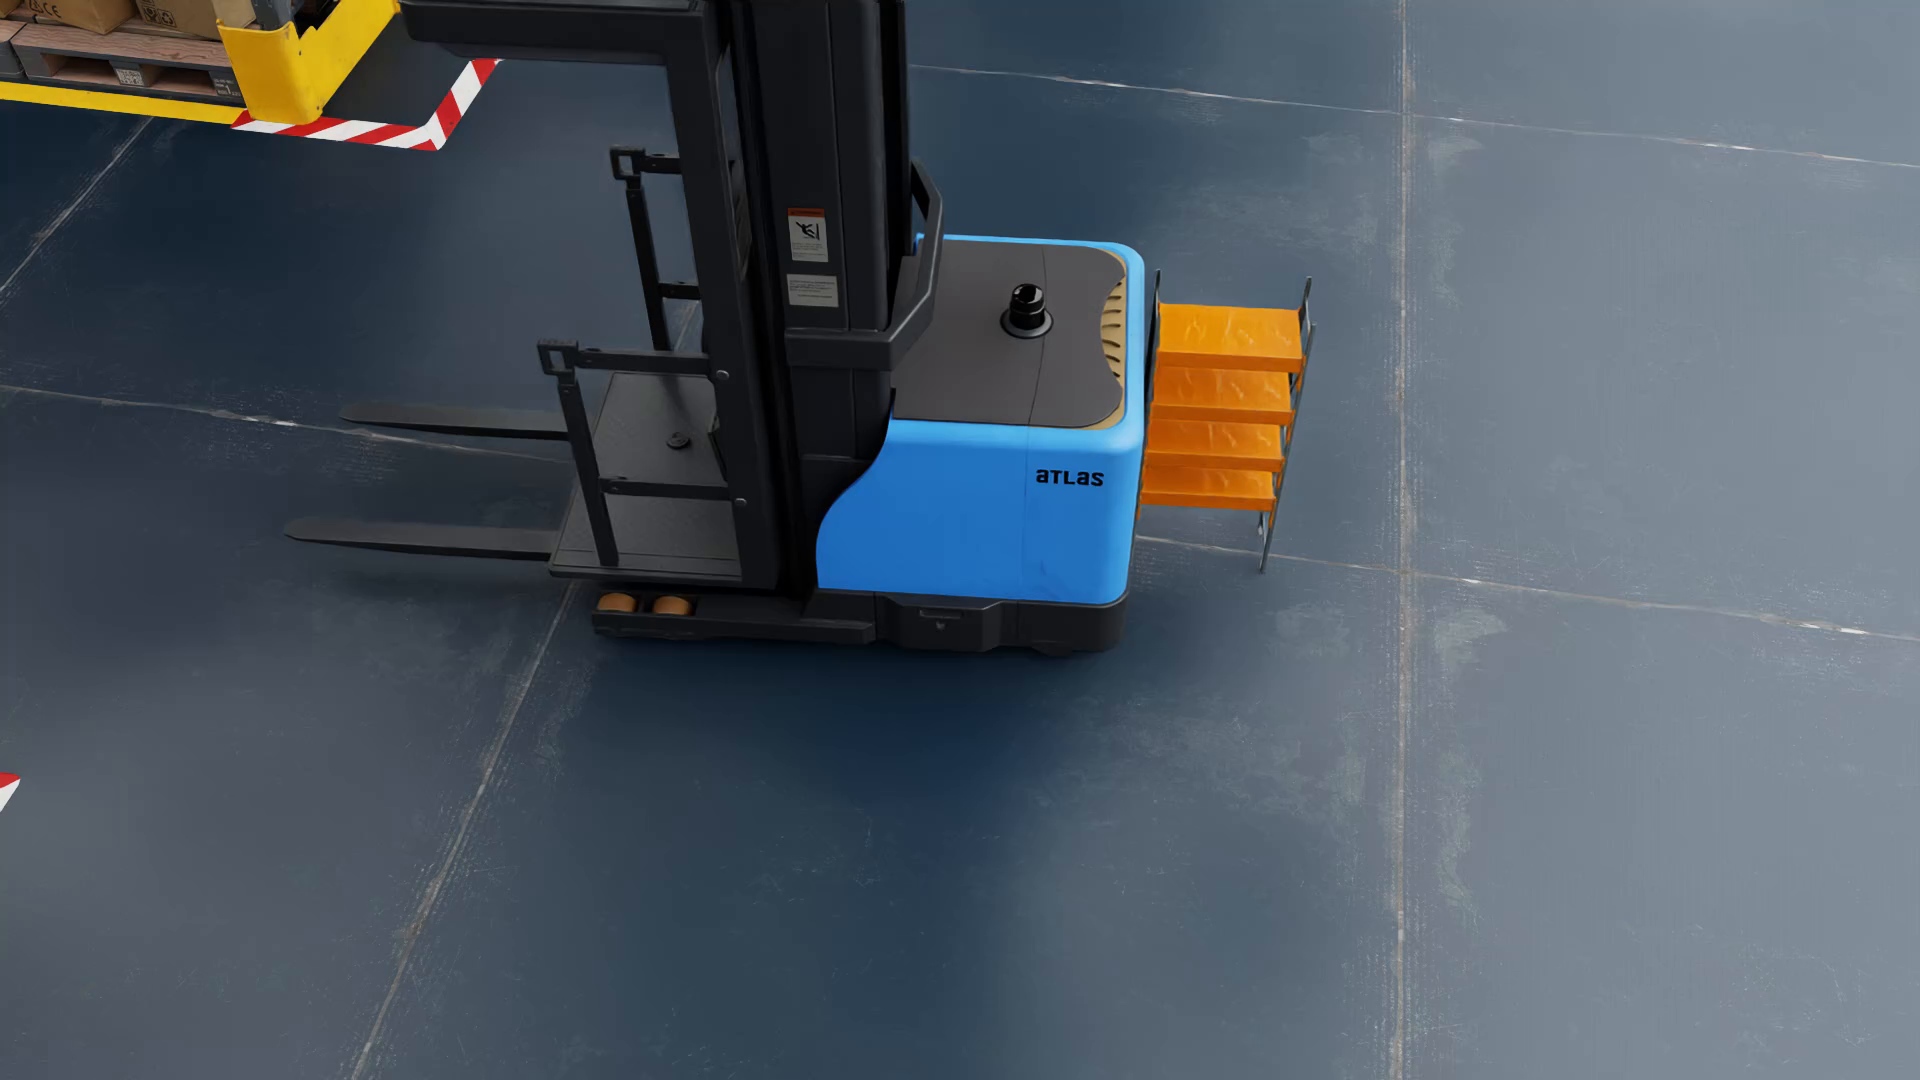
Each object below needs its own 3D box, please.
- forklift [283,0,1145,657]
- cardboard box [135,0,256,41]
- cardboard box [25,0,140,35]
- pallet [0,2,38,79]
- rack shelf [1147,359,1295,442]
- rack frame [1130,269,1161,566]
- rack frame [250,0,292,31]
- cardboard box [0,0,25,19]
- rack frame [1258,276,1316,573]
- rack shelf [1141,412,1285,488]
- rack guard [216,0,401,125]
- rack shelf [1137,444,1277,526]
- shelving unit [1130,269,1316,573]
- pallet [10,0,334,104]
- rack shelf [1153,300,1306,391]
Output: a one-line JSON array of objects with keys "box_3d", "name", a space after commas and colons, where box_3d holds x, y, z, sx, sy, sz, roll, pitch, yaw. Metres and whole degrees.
[{"box_3d": [-0.896, -1.013, 5.189, 3.031, 2.935, 1.130, 3, 48, 3], "name": "forklift"}, {"box_3d": [-3.741, -2.845, 8.188, 0.500, 0.500, 0.500, 16, 50, 14], "name": "cardboard box"}, {"box_3d": [-4.335, -2.899, 8.236, 0.500, 0.500, 0.500, 19, 51, 17], "name": "cardboard box"}, {"box_3d": [-5.195, -2.820, 8.642, 1.213, 0.211, 1.003, 8, 49, 7], "name": "pallet"}, {"box_3d": [0.883, -0.485, 5.669, 0.480, 0.148, 0.258, 3, 48, 3], "name": "rack shelf"}, {"box_3d": [0.640, -0.395, 5.798, 0.015, 1.200, 0.240, 3, 48, 3], "name": "rack frame"}, {"box_3d": [-3.130, -3.445, 7.329, 0.127, 3.000, 1.000, 8, 49, 7], "name": "rack frame"}, {"box_3d": [-4.948, -2.996, 8.323, 0.500, 0.500, 0.500, 12, 49, 10], "name": "cardboard box"}, {"box_3d": [1.127, -0.367, 5.773, 0.015, 1.200, 0.240, 3, 48, 3], "name": "rack frame"}, {"box_3d": [0.883, -0.336, 5.836, 0.480, 0.148, 0.258, 3, 48, 3], "name": "rack shelf"}, {"box_3d": [-3.204, -2.620, 8.268, 0.348, 0.500, 1.175, 8, 49, 7], "name": "rack guard"}, {"box_3d": [0.883, -0.203, 5.983, 0.480, 0.148, 0.258, 3, 48, 3], "name": "rack shelf"}, {"box_3d": [0.883, -0.381, 5.786, 0.503, 1.200, 0.258, 3, 48, 3], "name": "shelving unit"}, {"box_3d": [-3.998, -2.656, 8.495, 1.213, 0.211, 1.003, 8, 49, 7], "name": "pallet"}, {"box_3d": [0.883, -0.643, 5.493, 0.480, 0.148, 0.258, 3, 48, 3], "name": "rack shelf"}]
